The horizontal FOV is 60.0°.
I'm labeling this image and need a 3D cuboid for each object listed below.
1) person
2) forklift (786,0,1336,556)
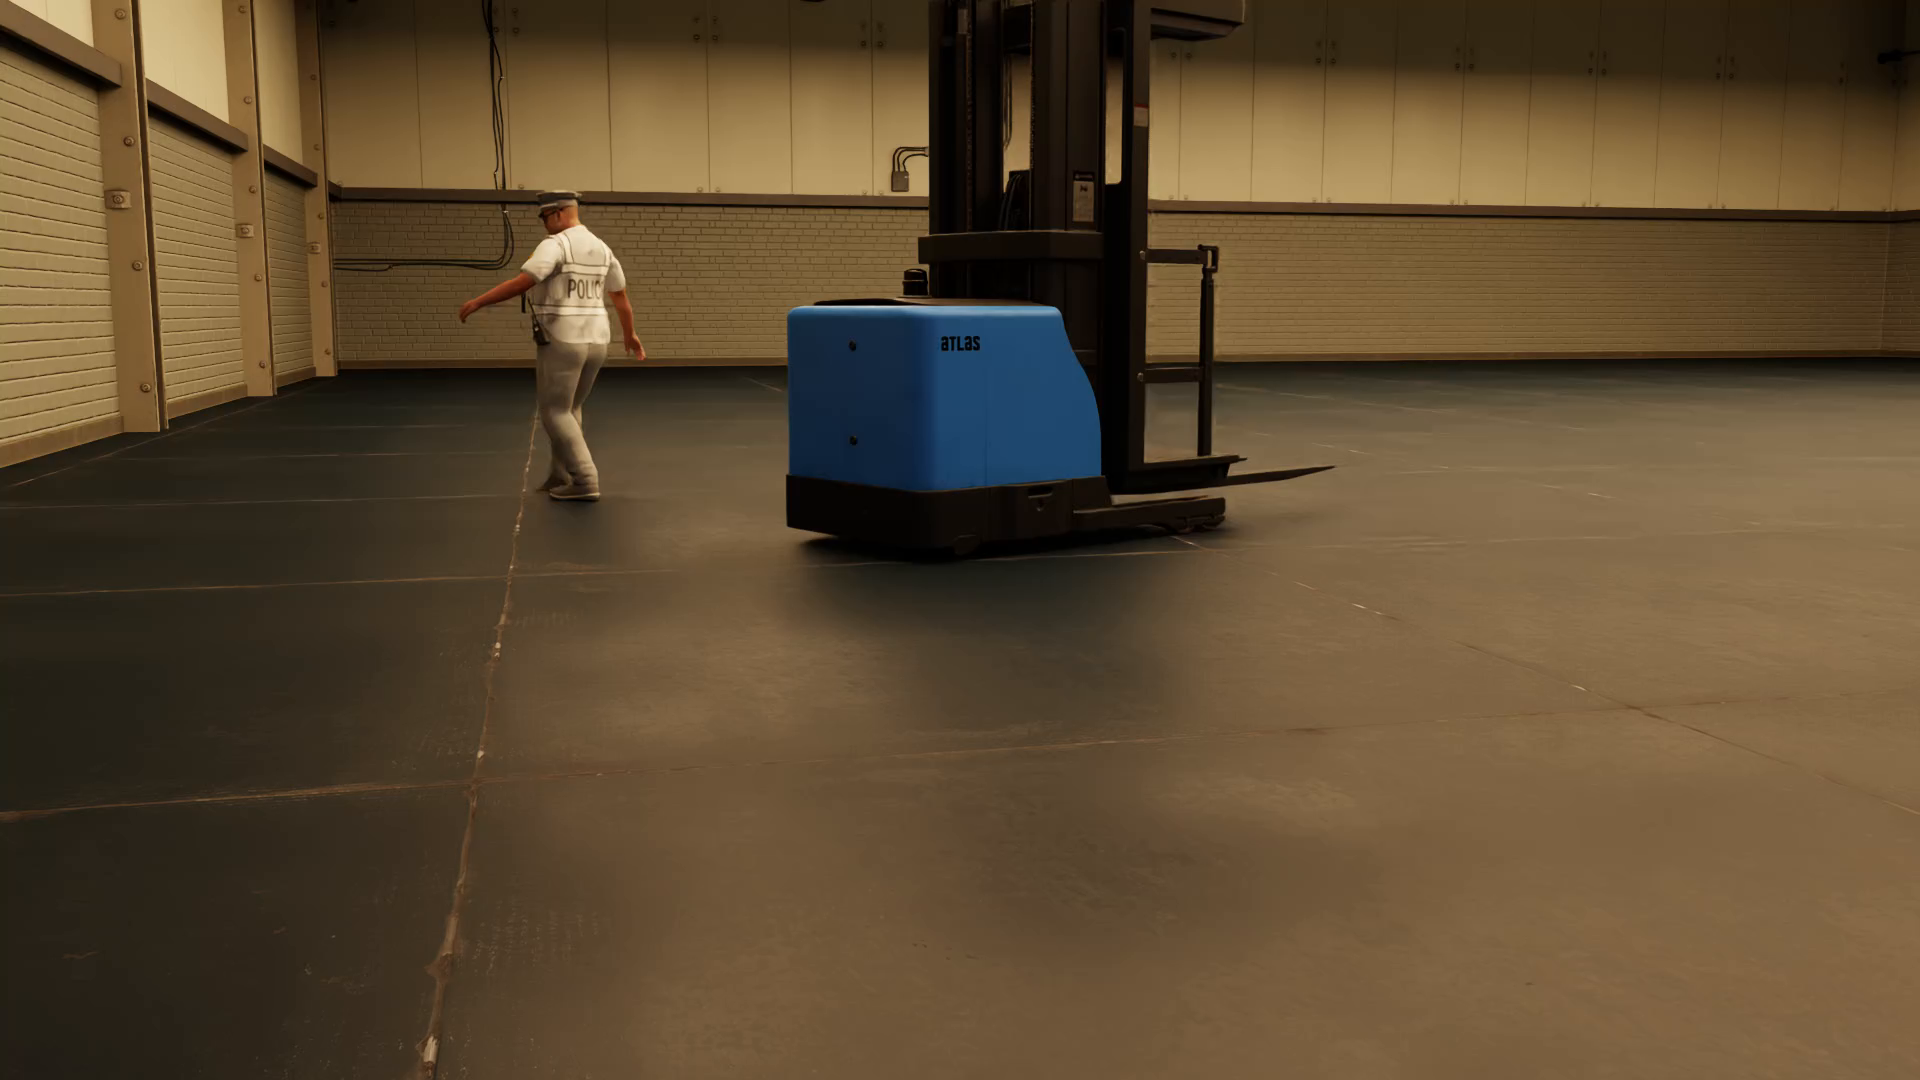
[{"bbox_3d":[-2.259,-1.082,9.401,0.701,1.756,1.011,5,9,30],"label":"person"},{"bbox_3d":[0.654,-1.528,8.052,3.031,2.935,1.130,-7,10,-40],"label":"forklift"}]
